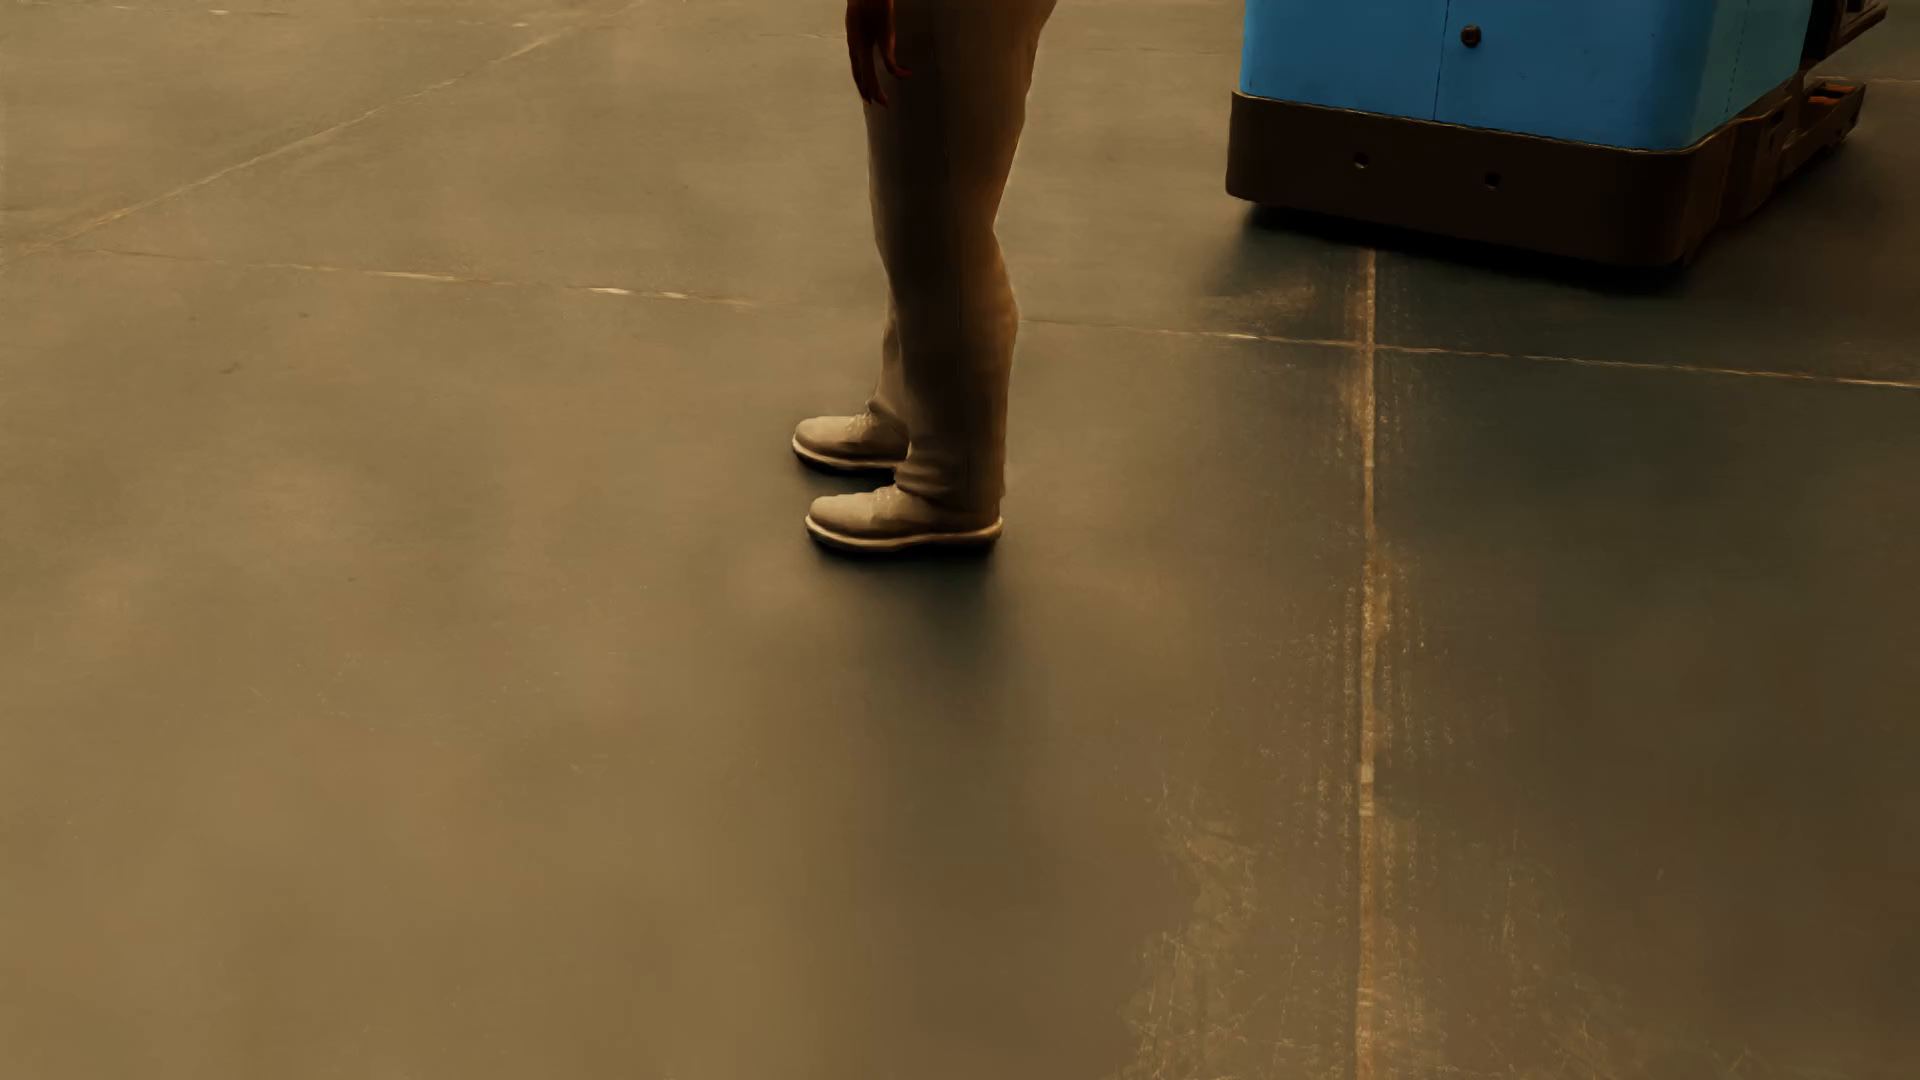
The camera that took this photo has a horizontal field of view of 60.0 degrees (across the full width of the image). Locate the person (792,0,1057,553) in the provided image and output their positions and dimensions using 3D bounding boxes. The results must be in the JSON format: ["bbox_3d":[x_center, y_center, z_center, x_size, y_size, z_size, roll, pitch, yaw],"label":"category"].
[{"bbox_3d":[-0.069,-0.780,2.146,0.529,1.695,0.570,6,27,11],"label":"person"}]

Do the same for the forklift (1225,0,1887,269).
[{"bbox_3d":[1.918,-2.483,4.168,1.130,2.935,3.031,18,32,32],"label":"forklift"}]
